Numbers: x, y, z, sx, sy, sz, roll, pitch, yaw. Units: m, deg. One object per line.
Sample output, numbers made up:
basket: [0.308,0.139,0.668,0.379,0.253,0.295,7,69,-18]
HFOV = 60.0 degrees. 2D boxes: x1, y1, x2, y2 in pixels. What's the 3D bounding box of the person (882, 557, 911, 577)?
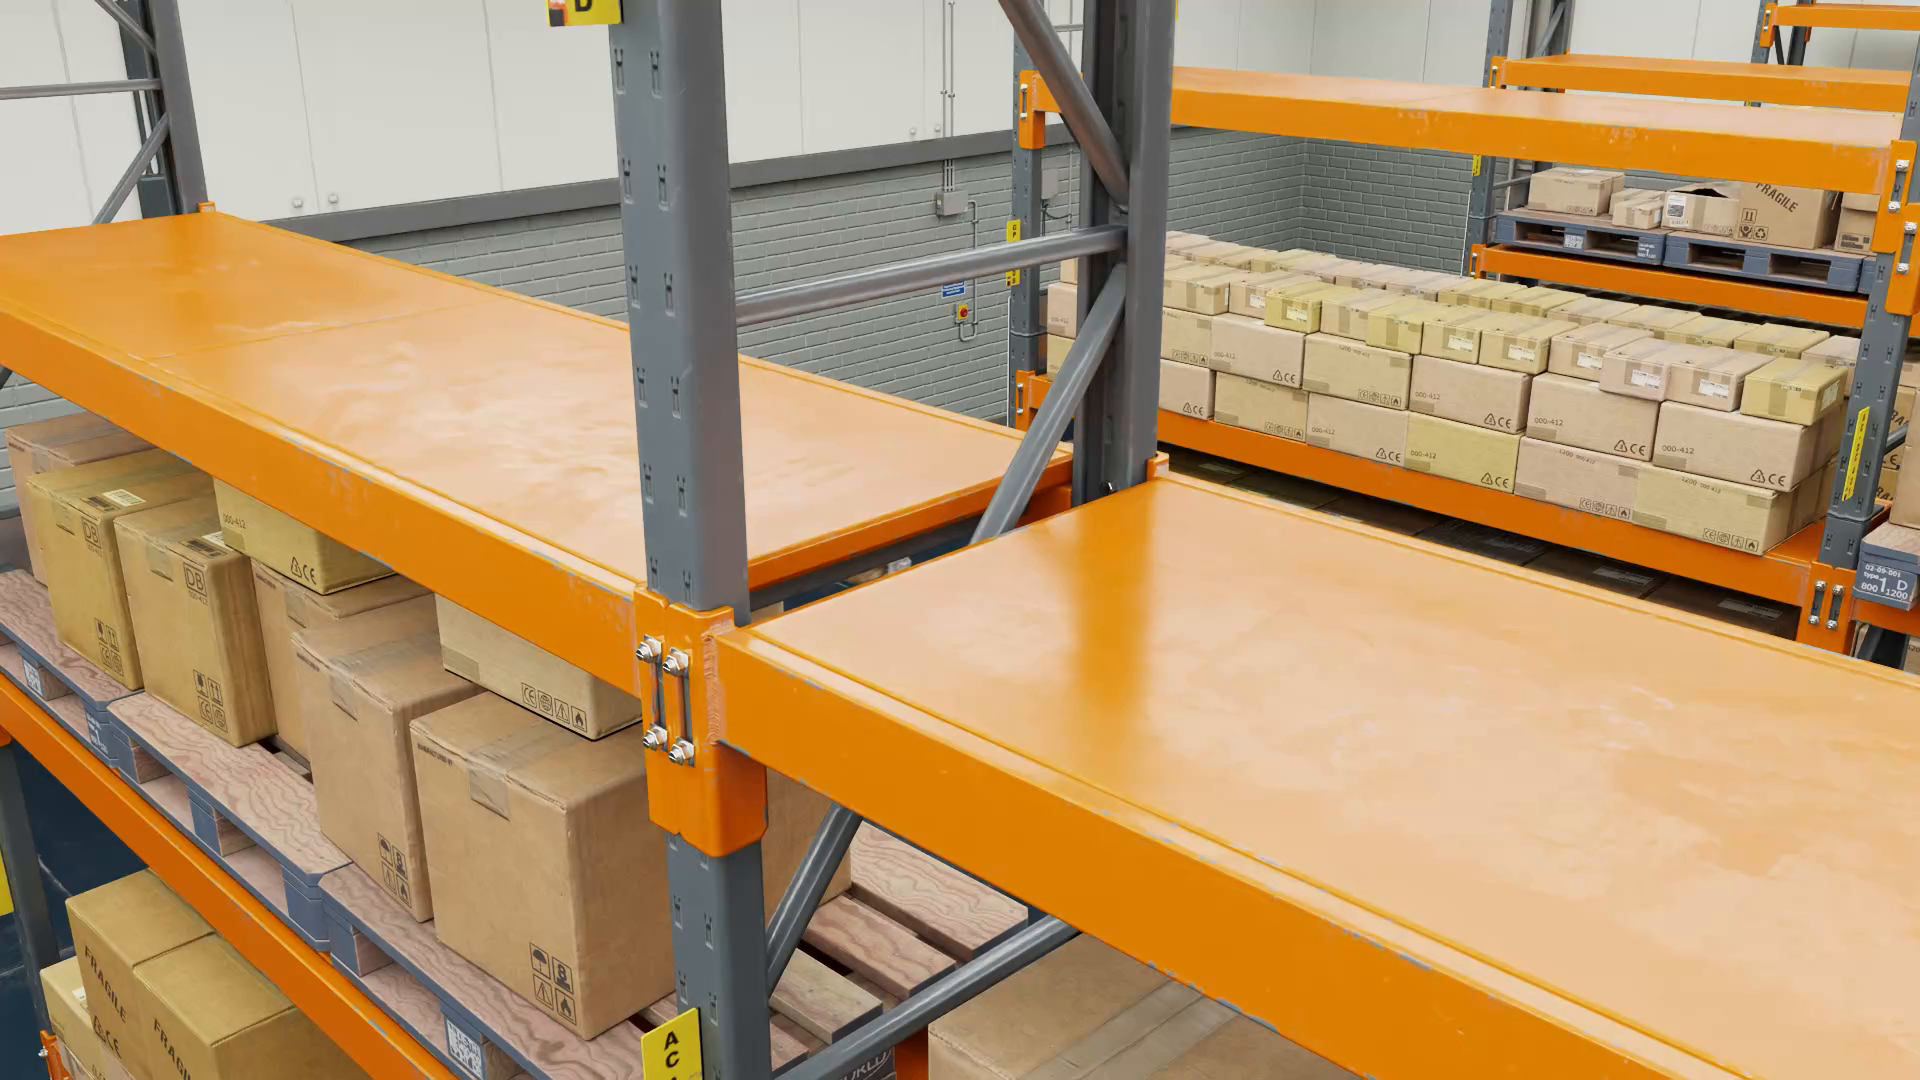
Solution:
person: [-0.544,0.007,11.778,0.555,1.787,0.469,18,27,40]
